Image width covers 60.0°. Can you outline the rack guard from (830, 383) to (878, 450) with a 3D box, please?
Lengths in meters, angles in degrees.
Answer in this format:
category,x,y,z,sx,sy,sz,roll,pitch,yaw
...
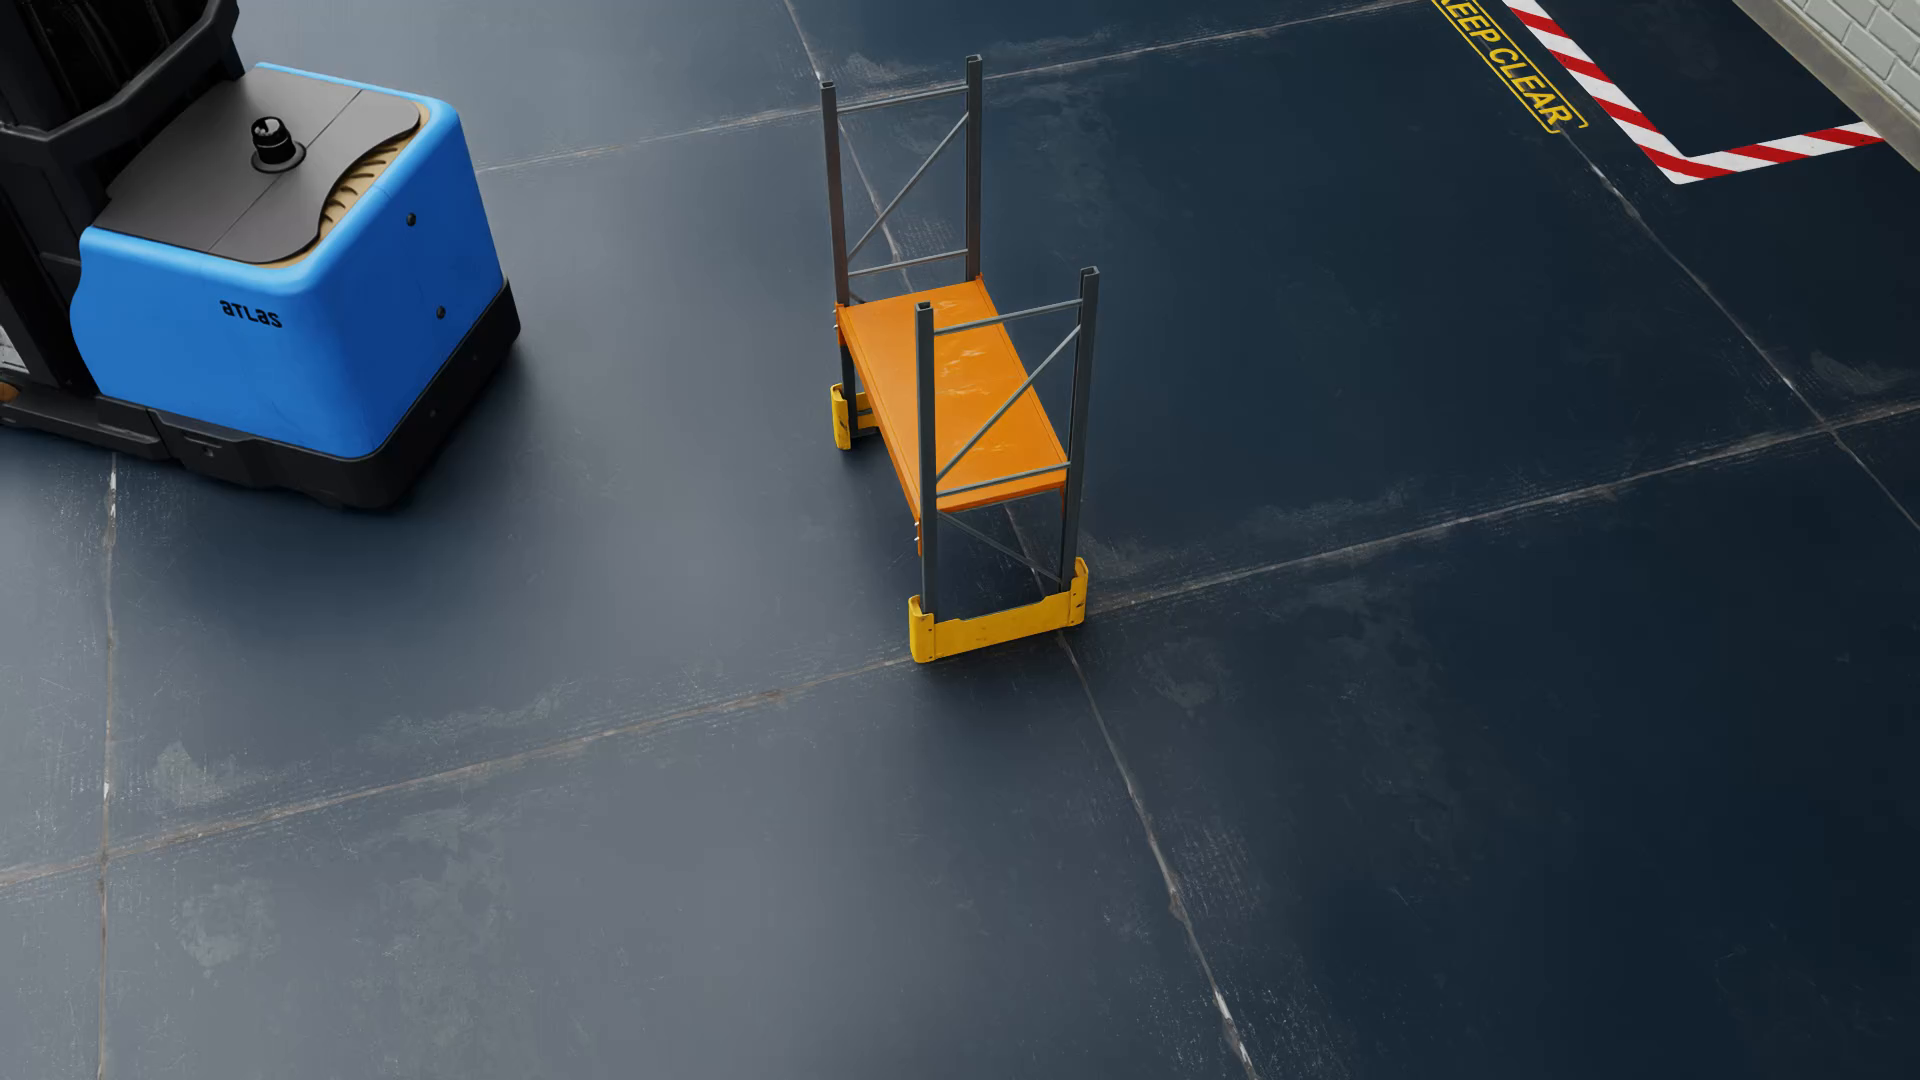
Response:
category,x,y,z,sx,sy,sz,roll,pitch,yaw
rack guard,-0.170,-0.500,6.008,0.587,0.250,0.087,-13,51,-11

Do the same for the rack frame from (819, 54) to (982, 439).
category,x,y,z,sx,sy,sz,roll,pitch,yaw
rack frame,-0.176,-0.917,5.542,0.500,1.500,0.032,-13,51,-11

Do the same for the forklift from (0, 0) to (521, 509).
category,x,y,z,sx,sy,sz,roll,pitch,yaw
forklift,-3.247,-1.730,5.292,3.031,2.935,1.130,14,51,12

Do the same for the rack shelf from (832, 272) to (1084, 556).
category,x,y,z,sx,sy,sz,roll,pitch,yaw
rack shelf,-0.025,-0.430,5.367,0.538,0.185,1.000,-13,51,-11

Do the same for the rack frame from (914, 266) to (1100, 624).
category,x,y,z,sx,sy,sz,roll,pitch,yaw
rack frame,0.125,-0.174,4.916,0.500,1.500,0.032,-13,51,-11

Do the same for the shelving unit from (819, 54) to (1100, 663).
category,x,y,z,sx,sy,sz,roll,pitch,yaw
shelving unit,-0.023,-0.539,5.224,0.587,1.500,1.083,-13,51,-11

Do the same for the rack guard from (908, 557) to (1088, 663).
category,x,y,z,sx,sy,sz,roll,pitch,yaw
rack guard,0.125,0.227,5.395,0.587,0.250,0.087,-13,51,-11
